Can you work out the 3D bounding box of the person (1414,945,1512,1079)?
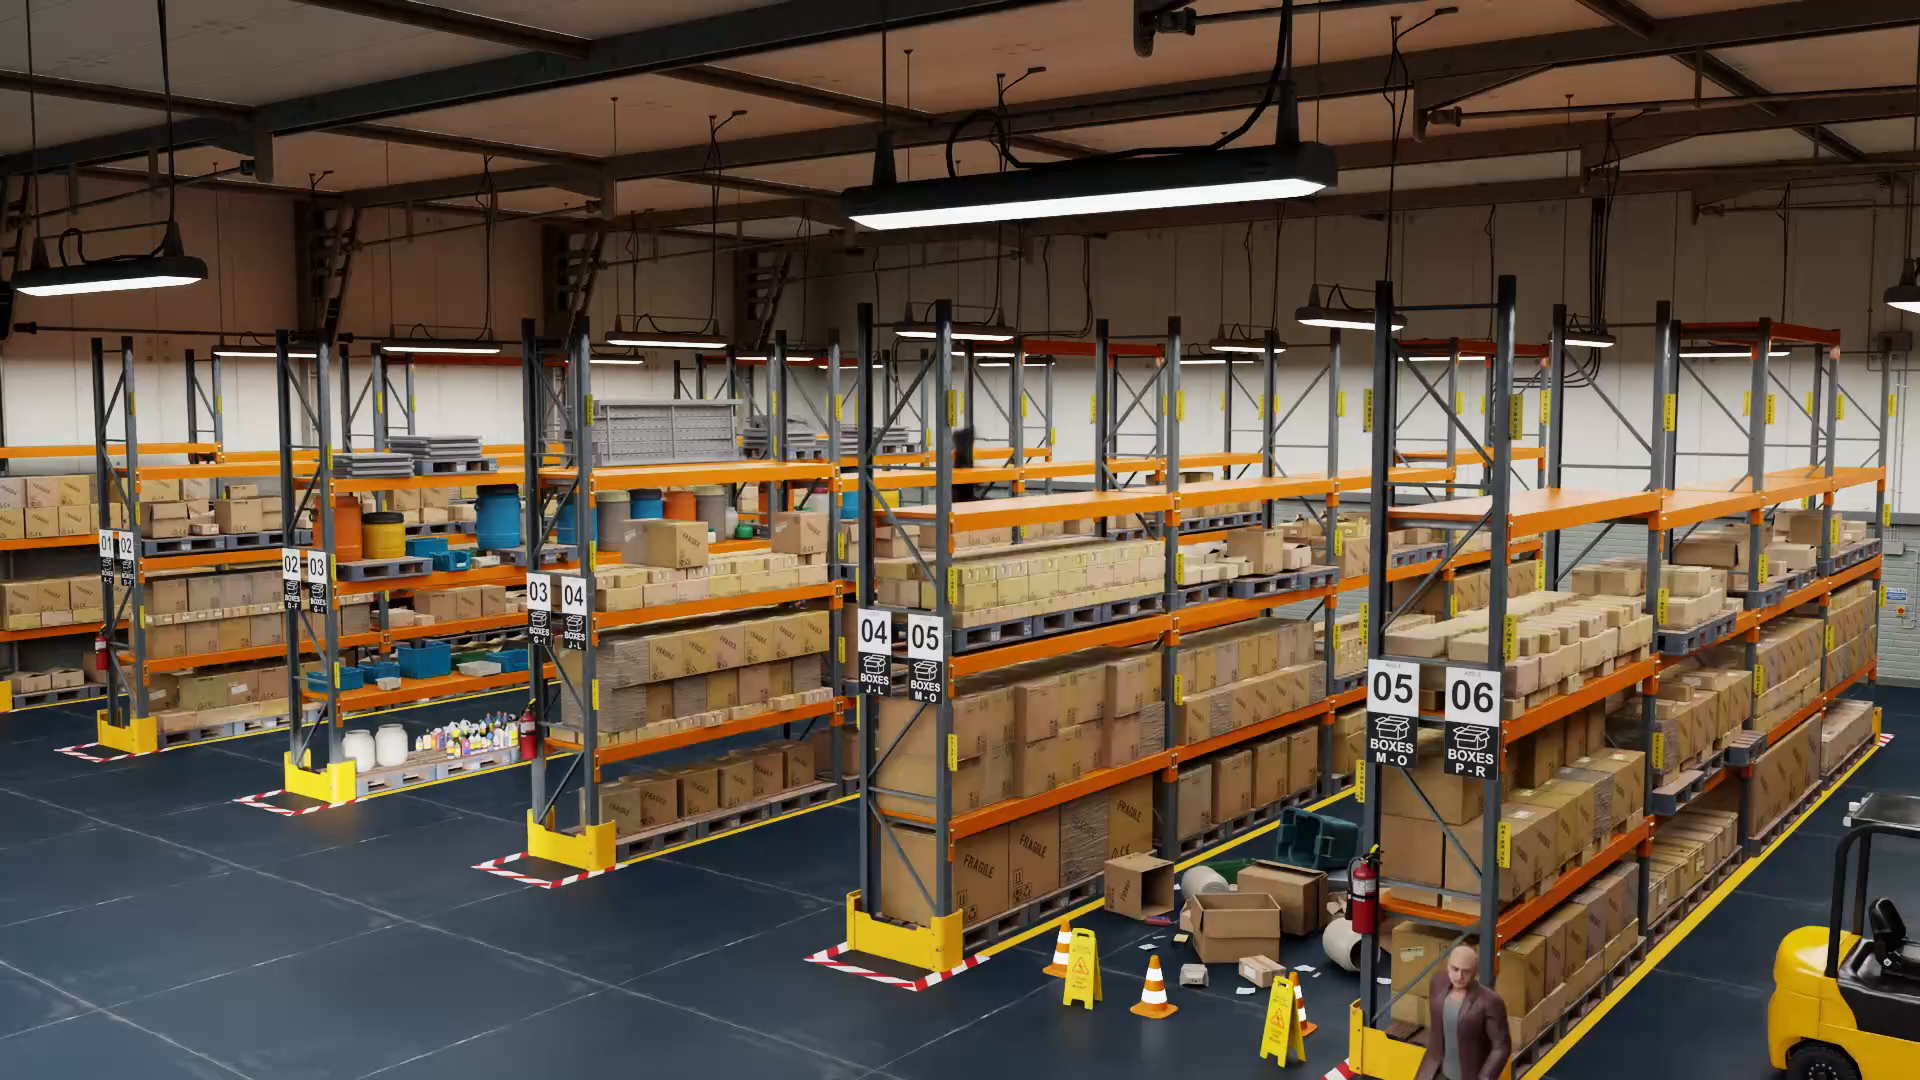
[{"bbox_3d":[3.192,3.380,10.559,0.664,1.722,0.782,4,6,36],"label":"person"}]
